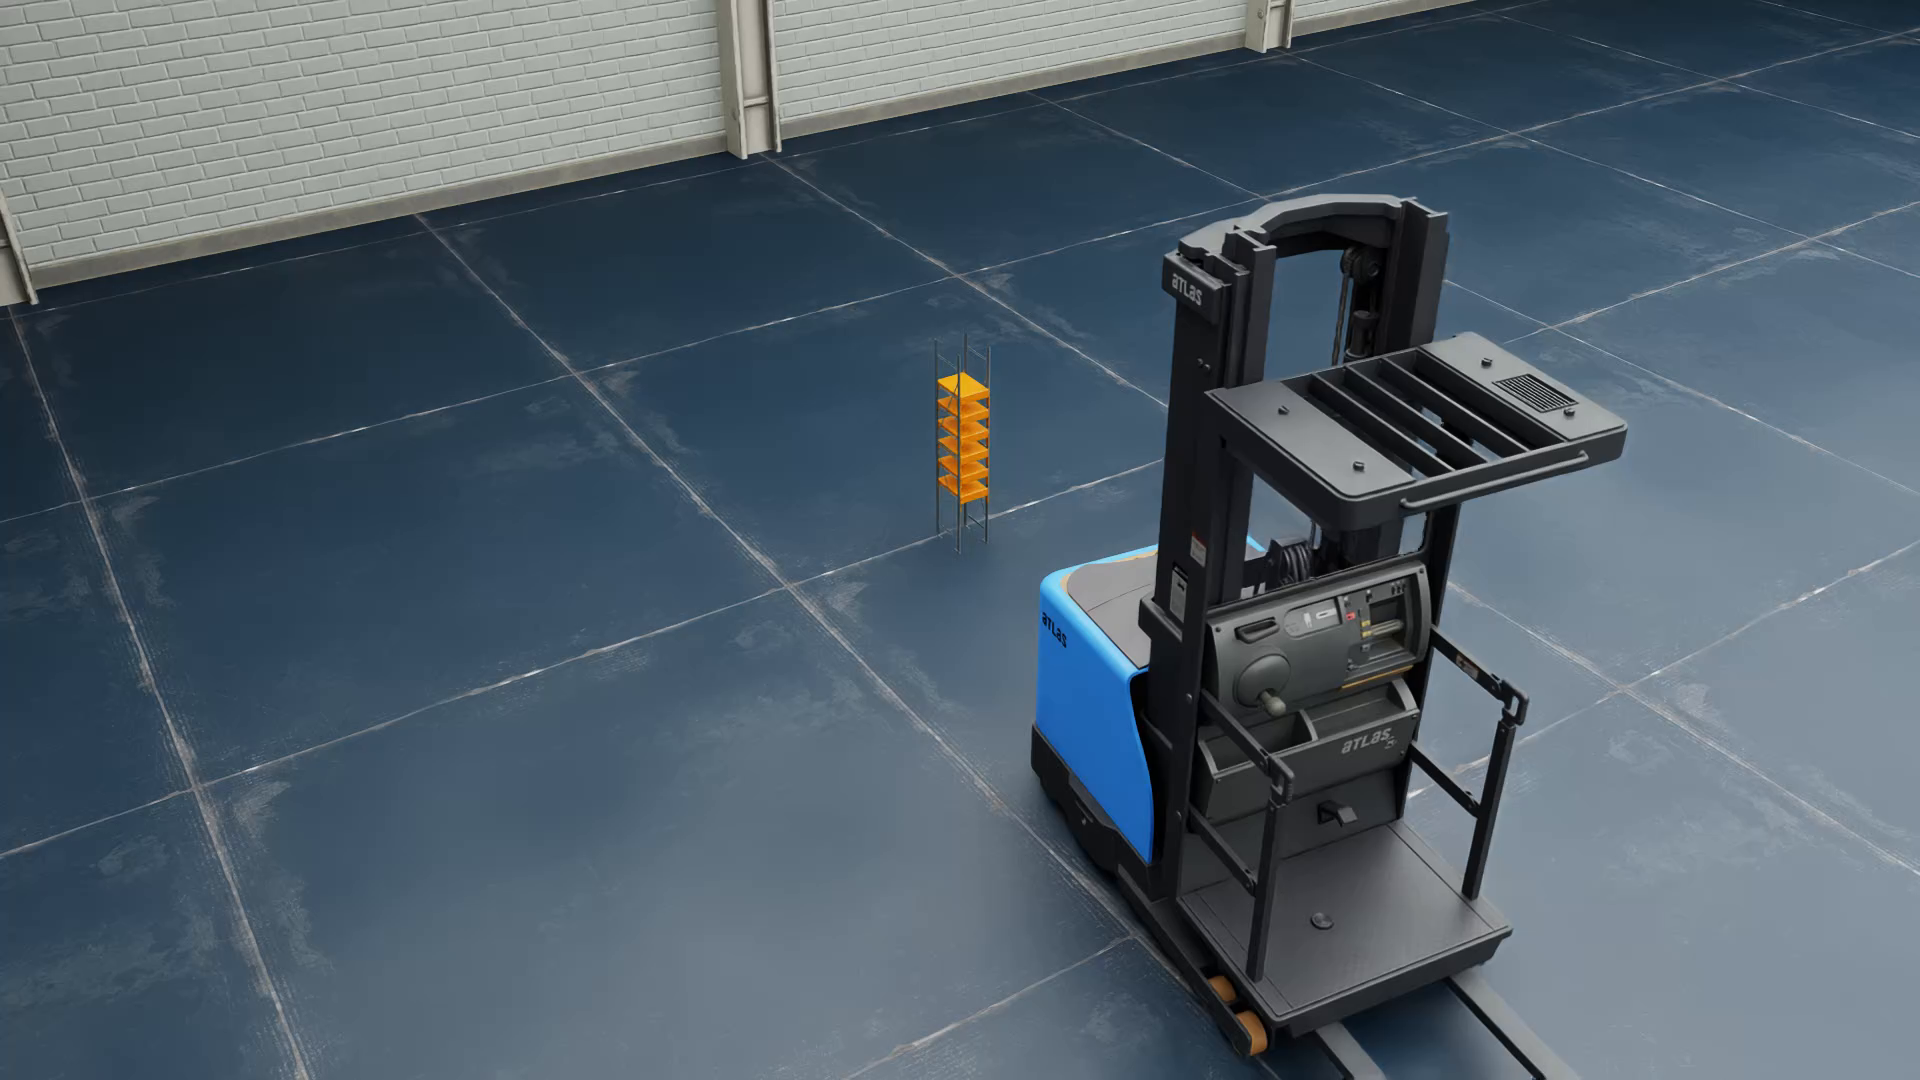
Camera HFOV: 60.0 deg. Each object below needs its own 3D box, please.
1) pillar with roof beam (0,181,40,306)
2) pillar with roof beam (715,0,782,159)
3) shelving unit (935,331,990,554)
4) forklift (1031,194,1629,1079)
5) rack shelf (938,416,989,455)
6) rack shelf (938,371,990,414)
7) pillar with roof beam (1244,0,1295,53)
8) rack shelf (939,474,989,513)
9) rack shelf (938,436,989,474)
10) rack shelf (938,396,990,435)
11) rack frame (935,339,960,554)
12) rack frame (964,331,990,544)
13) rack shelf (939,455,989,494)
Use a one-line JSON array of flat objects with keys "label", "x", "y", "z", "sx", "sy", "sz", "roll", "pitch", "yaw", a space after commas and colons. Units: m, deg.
[{"label": "pillar with roof beam", "x": -4.532, "y": -3.590, "z": 6.506, "sx": 0.400, "sy": 9.000, "sz": 9.100, "roll": -19, "pitch": 37, "yaw": -27}, {"label": "pillar with roof beam", "x": 0.511, "y": -5.324, "z": 9.255, "sx": 0.400, "sy": 9.000, "sz": 9.100, "roll": -19, "pitch": 37, "yaw": -27}, {"label": "shelving unit", "x": 0.012, "y": -0.512, "z": 8.937, "sx": 0.189, "sy": 1.200, "sz": 0.258, "roll": -19, "pitch": 37, "yaw": -27}, {"label": "forklift", "x": 1.403, "y": 0.416, "z": 5.843, "sx": 1.130, "sy": 2.935, "sz": 3.031, "roll": -14, "pitch": 35, "yaw": -21}, {"label": "rack shelf", "x": 0.012, "y": -0.576, "z": 8.896, "sx": 0.180, "sy": 0.103, "sz": 0.258, "roll": -19, "pitch": 37, "yaw": -27}, {"label": "rack shelf", "x": 0.012, "y": -0.779, "z": 8.768, "sx": 0.180, "sy": 0.103, "sz": 0.258, "roll": -19, "pitch": 37, "yaw": -27}, {"label": "pillar with roof beam", "x": 5.554, "y": -7.058, "z": 12.005, "sx": 0.400, "sy": 9.000, "sz": 9.100, "roll": -19, "pitch": 37, "yaw": -27}, {"label": "rack shelf", "x": 0.012, "y": -0.271, "z": 9.088, "sx": 0.180, "sy": 0.103, "sz": 0.258, "roll": -19, "pitch": 37, "yaw": -27}, {"label": "rack shelf", "x": 0.012, "y": -0.474, "z": 8.960, "sx": 0.180, "sy": 0.103, "sz": 0.258, "roll": -19, "pitch": 37, "yaw": -27}, {"label": "rack shelf", "x": 0.012, "y": -0.677, "z": 8.832, "sx": 0.180, "sy": 0.103, "sz": 0.258, "roll": -19, "pitch": 37, "yaw": -27}, {"label": "rack frame", "x": -0.065, "y": -0.485, "z": 8.895, "sx": 0.006, "sy": 1.200, "sz": 0.240, "roll": -19, "pitch": 37, "yaw": -27}, {"label": "rack frame", "x": 0.089, "y": -0.538, "z": 8.978, "sx": 0.006, "sy": 1.200, "sz": 0.240, "roll": -19, "pitch": 37, "yaw": -27}, {"label": "rack shelf", "x": 0.012, "y": -0.373, "z": 9.024, "sx": 0.180, "sy": 0.103, "sz": 0.258, "roll": -19, "pitch": 37, "yaw": -27}]
